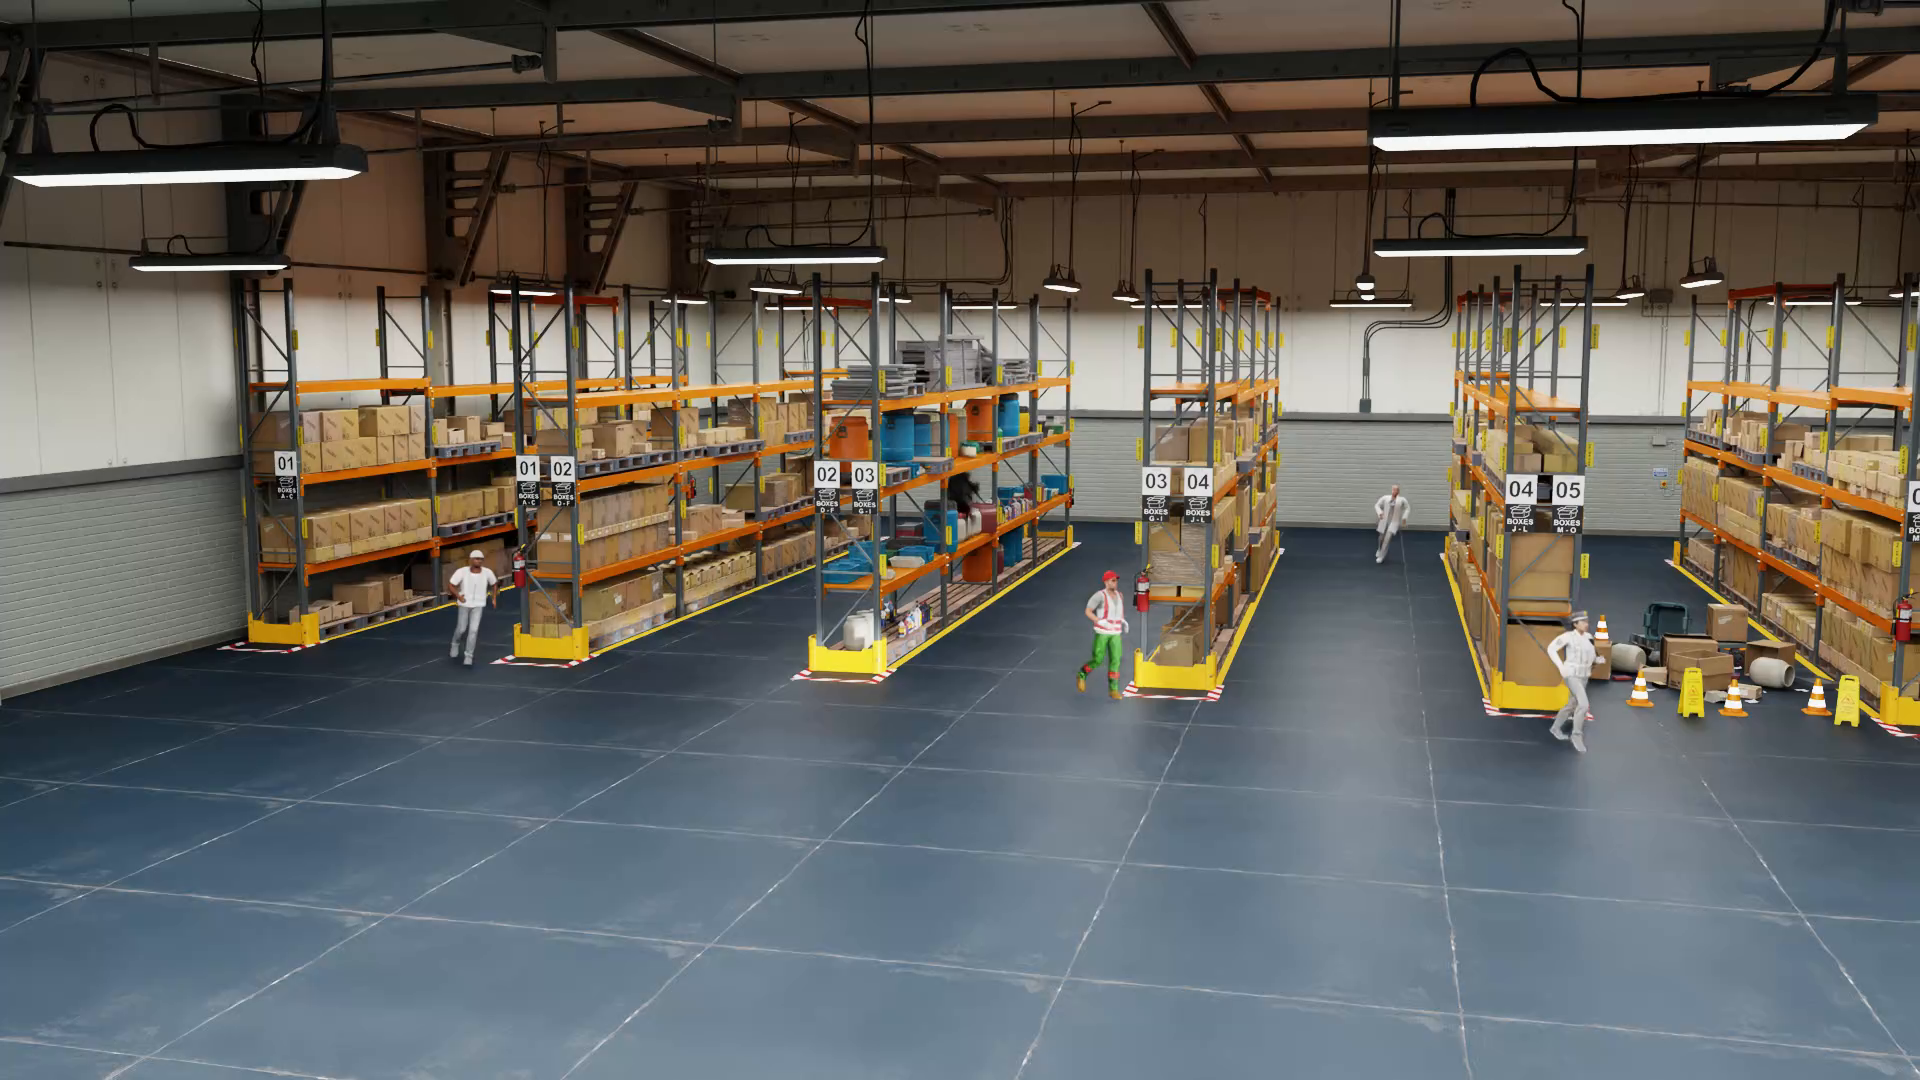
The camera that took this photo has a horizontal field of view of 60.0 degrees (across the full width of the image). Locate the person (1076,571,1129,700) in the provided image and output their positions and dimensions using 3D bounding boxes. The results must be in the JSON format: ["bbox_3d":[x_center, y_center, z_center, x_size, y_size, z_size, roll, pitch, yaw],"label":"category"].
[{"bbox_3d":[2.091,1.309,23.404,0.712,1.761,0.977,-4,8,-29],"label":"person"}]

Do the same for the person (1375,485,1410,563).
[{"bbox_3d":[9.758,-0.379,37.631,0.773,1.730,1.007,3,7,23],"label":"person"}]

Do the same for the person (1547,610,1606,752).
[{"bbox_3d":[7.598,1.724,20.487,0.592,1.751,0.725,-4,8,-31],"label":"person"}]

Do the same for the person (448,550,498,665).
[{"bbox_3d":[-7.586,1.022,25.972,0.767,1.741,0.871,-3,7,-24],"label":"person"}]
